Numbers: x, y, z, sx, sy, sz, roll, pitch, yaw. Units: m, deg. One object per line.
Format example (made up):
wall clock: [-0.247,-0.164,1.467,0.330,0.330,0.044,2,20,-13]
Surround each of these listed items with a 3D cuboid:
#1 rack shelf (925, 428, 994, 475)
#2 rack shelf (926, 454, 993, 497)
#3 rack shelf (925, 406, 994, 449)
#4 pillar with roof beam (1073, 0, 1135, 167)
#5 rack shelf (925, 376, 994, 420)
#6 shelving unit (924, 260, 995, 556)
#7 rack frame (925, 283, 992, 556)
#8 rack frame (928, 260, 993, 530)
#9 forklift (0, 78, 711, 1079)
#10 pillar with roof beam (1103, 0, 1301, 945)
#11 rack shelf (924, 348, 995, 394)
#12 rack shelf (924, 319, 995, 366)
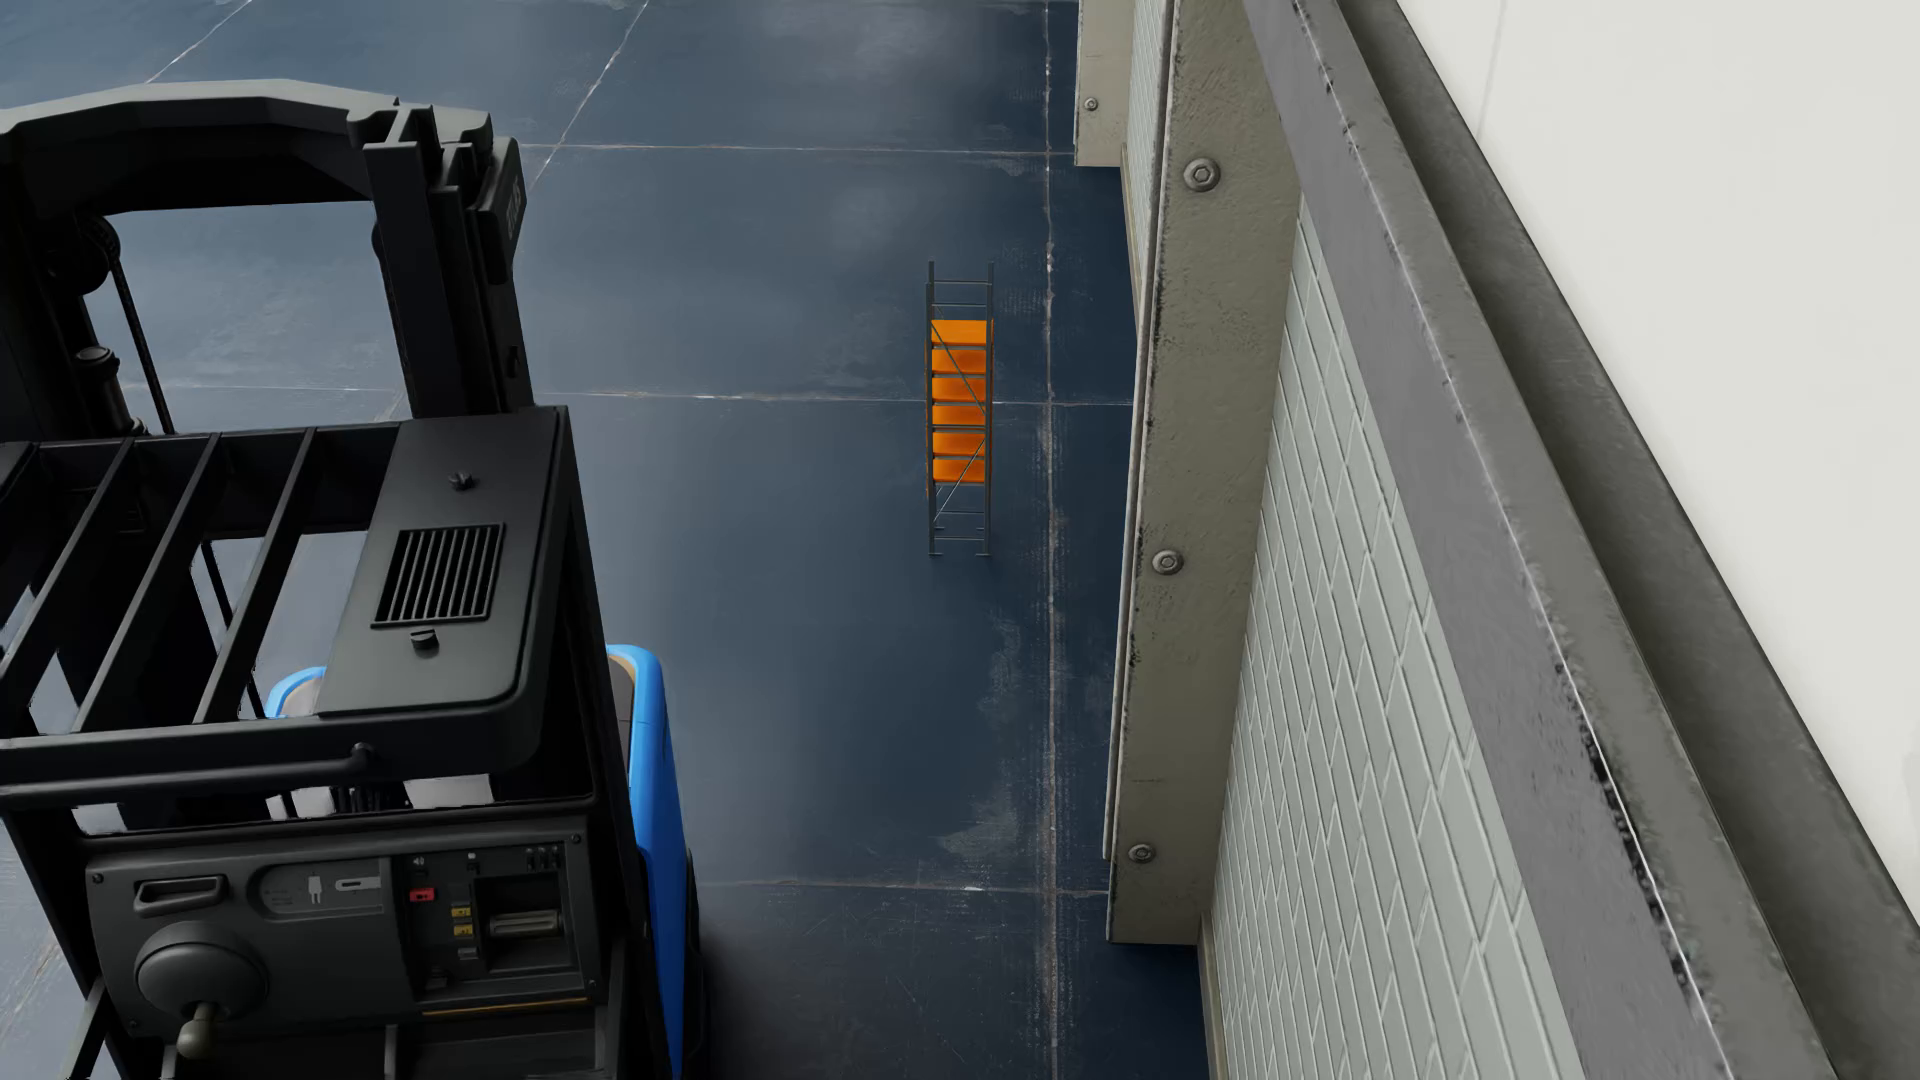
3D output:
rack shelf: [-0.001,-0.348,6.488,0.258,0.103,0.180,1,35,2]
rack shelf: [-0.001,-0.250,6.557,0.258,0.103,0.180,1,35,2]
rack shelf: [-0.001,-0.446,6.419,0.258,0.103,0.180,1,35,2]
pillar with roof beam: [-3.455,-6.125,7.639,9.100,9.000,0.400,1,35,2]
rack shelf: [-0.001,-0.544,6.350,0.258,0.103,0.180,1,35,2]
shelving unit: [-0.001,-0.483,6.393,0.258,1.200,0.189,1,35,2]
rack frame: [-0.004,-0.430,6.318,0.240,1.200,0.006,1,35,2]
rack frame: [0.003,-0.535,6.468,0.240,1.200,0.006,1,35,2]
forklift: [-1.147,0.826,3.026,1.130,2.935,3.031,-4,35,-5]
pillar with roof beam: [-3.696,-2.678,2.734,9.100,9.000,0.400,1,35,2]
rack shelf: [-0.001,-0.643,6.281,0.258,0.103,0.180,1,35,2]
rack shelf: [-0.001,-0.741,6.212,0.258,0.103,0.180,1,35,2]
